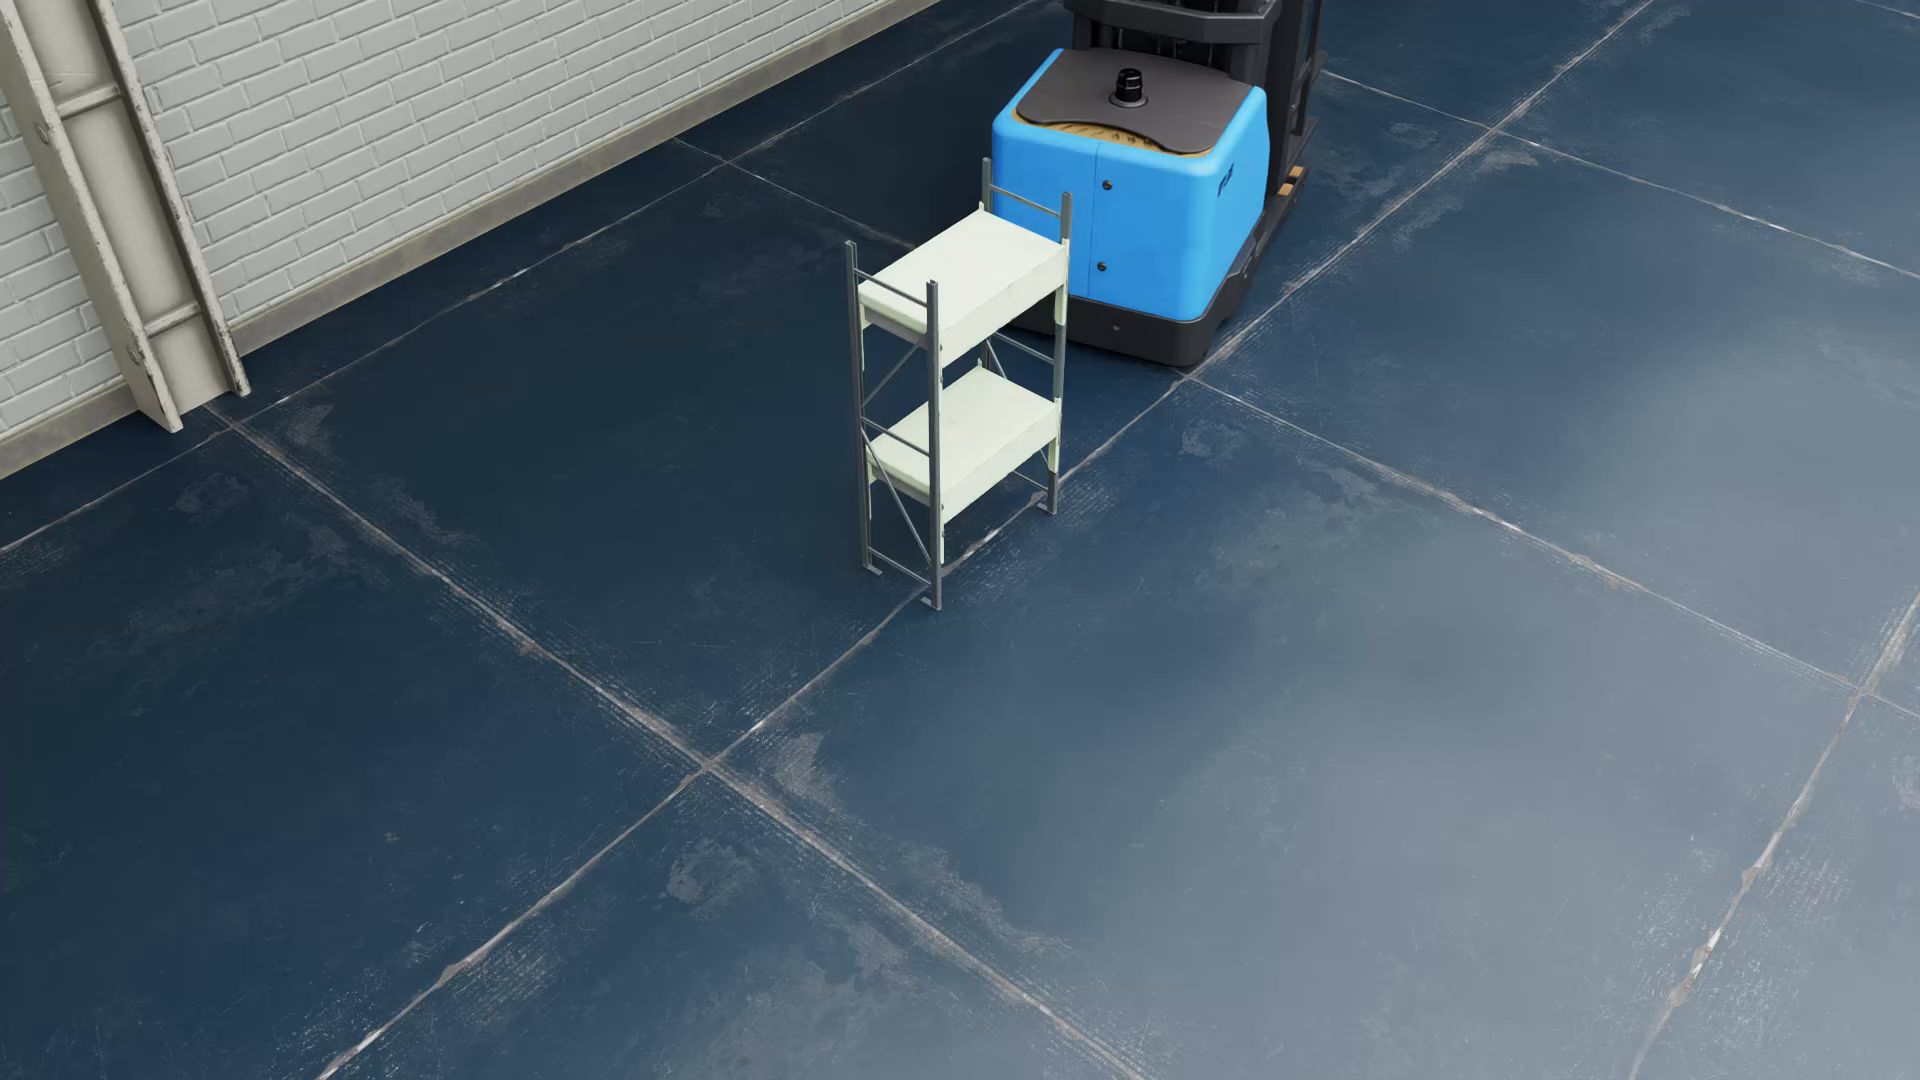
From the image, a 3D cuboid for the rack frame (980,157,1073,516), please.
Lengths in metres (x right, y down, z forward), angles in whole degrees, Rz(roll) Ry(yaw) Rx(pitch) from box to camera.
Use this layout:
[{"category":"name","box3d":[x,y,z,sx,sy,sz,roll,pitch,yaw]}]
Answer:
[{"category":"rack frame","box3d":[0.240,-0.747,6.457,0.400,1.500,0.023,29,50,28]}]

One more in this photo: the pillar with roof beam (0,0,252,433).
[{"category":"pillar with roof beam","box3d":[-0.136,-2.099,2.370,9.100,9.000,0.400,29,50,28]}]

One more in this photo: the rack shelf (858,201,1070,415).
[{"category":"rack shelf","box3d":[0.004,-0.847,5.987,0.431,0.370,0.720,29,50,28]}]

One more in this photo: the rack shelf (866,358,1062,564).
[{"category":"rack shelf","box3d":[0.004,-0.317,6.469,0.431,0.370,0.720,29,50,28]}]

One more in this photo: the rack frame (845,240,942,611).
[{"category":"rack frame","box3d":[-0.231,-0.370,6.042,0.400,1.500,0.023,29,50,28]}]

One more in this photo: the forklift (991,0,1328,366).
[{"category":"forklift","box3d":[1.177,-2.865,7.723,1.130,2.935,3.031,16,45,17]}]

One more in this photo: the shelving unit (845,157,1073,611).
[{"category":"shelving unit","box3d":[0.004,-0.558,6.249,0.431,1.500,0.755,29,50,28]}]
